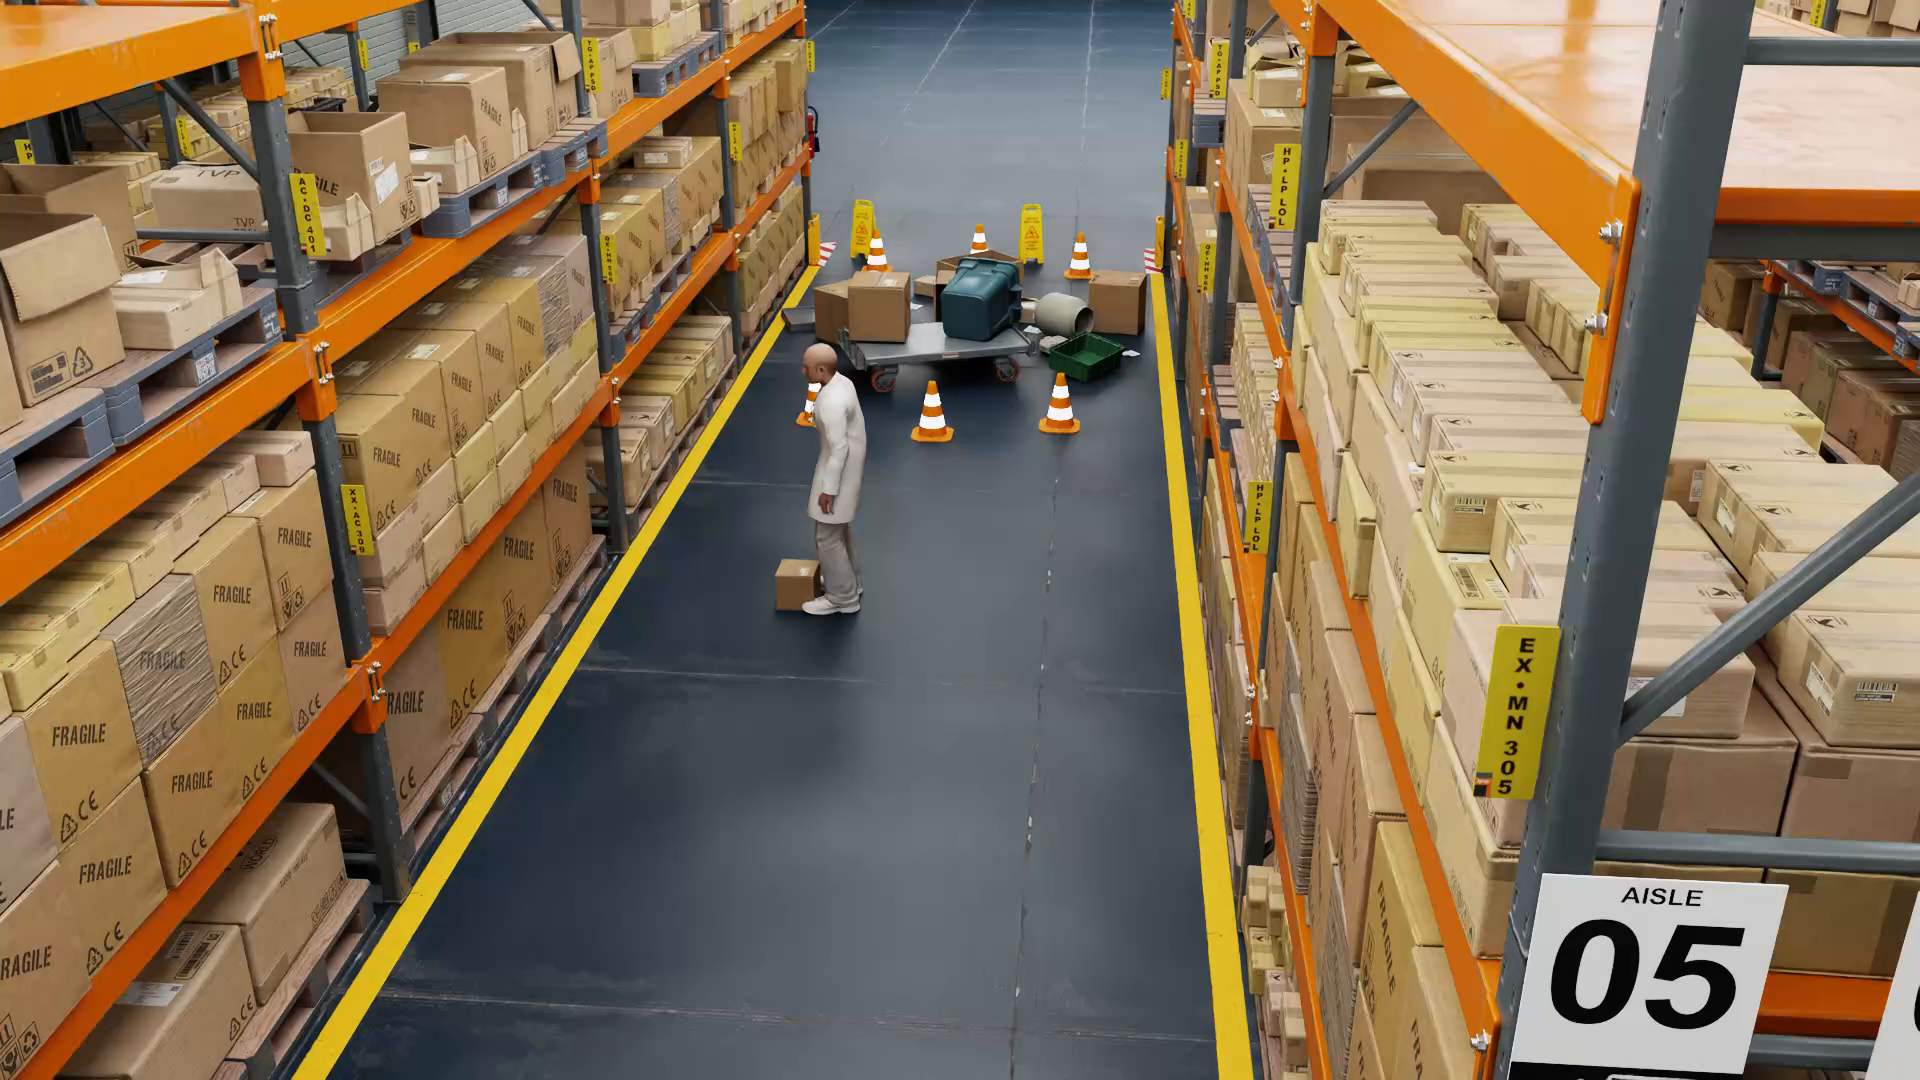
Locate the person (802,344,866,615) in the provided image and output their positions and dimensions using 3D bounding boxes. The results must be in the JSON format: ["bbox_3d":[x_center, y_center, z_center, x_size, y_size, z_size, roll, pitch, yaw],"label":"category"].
[{"bbox_3d":[-0.801,-0.393,10.499,0.429,1.772,0.643,1,24,1],"label":"person"}]
